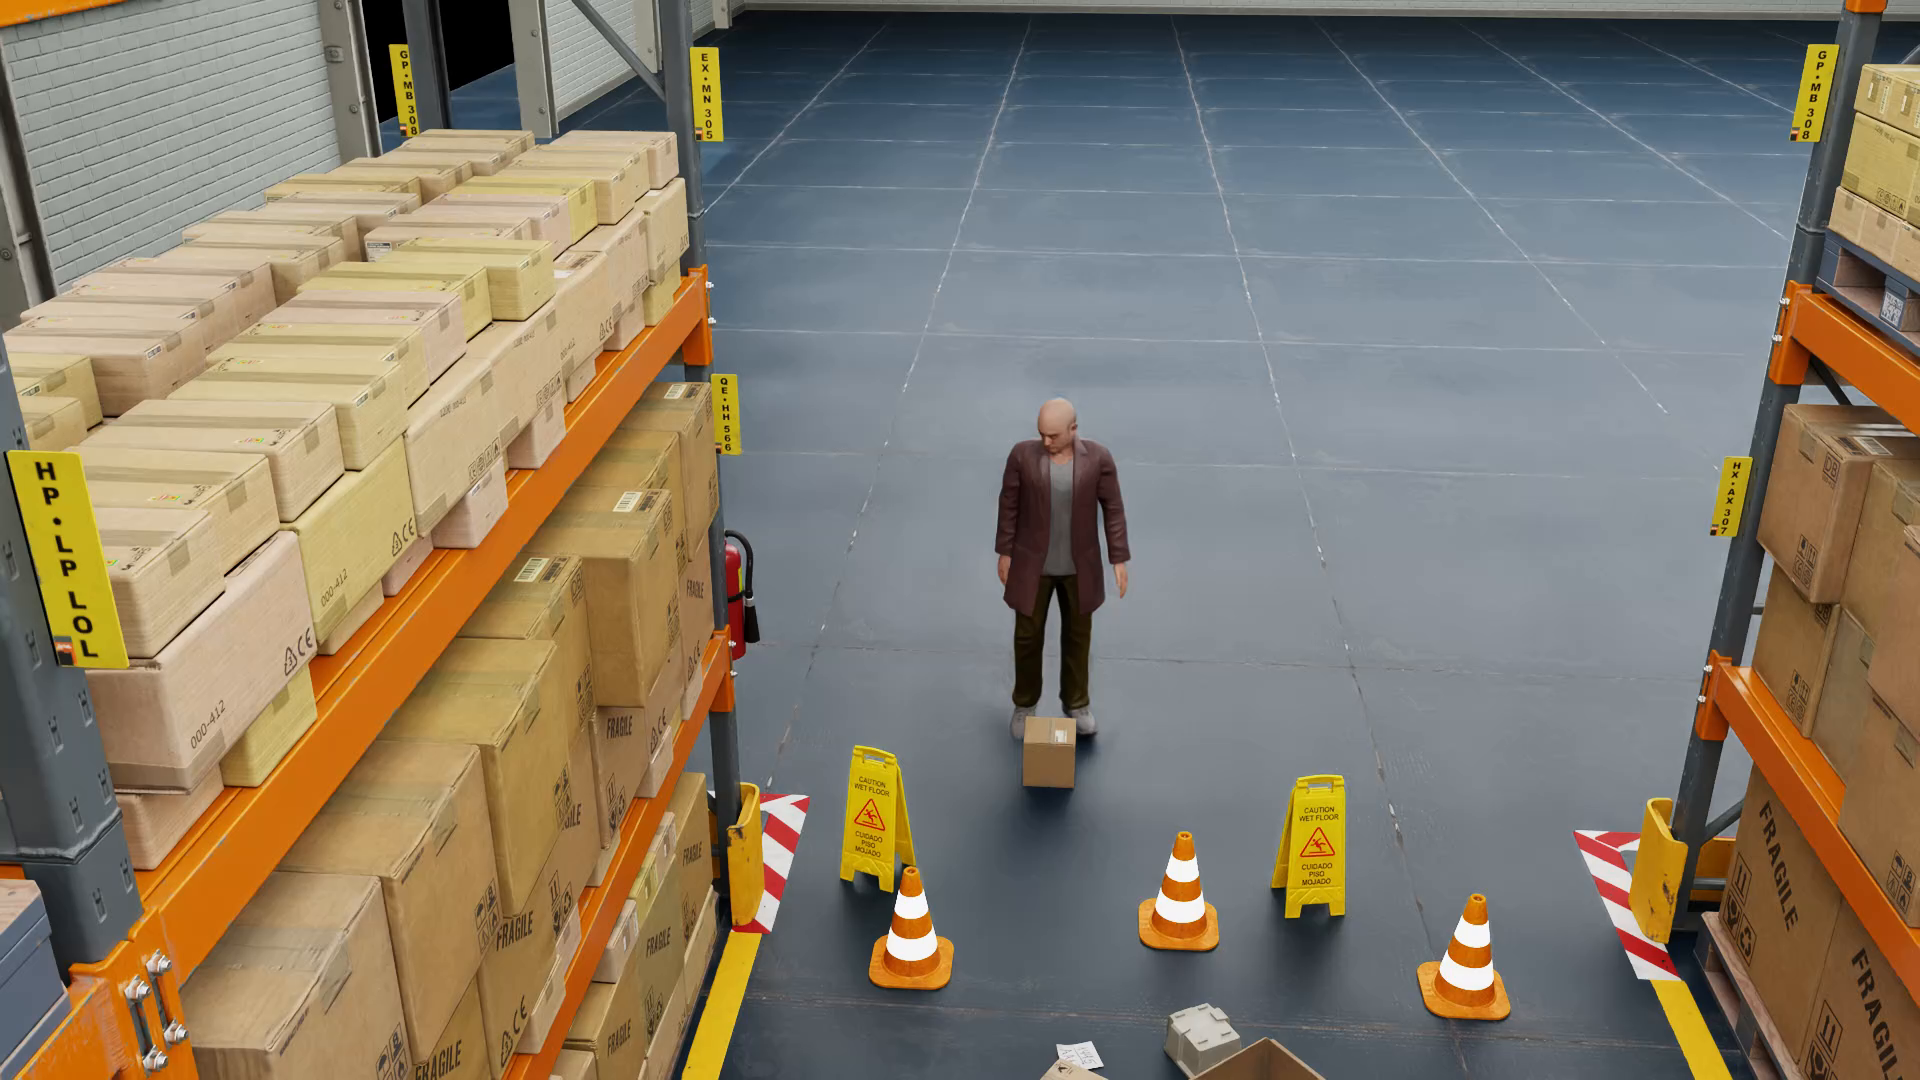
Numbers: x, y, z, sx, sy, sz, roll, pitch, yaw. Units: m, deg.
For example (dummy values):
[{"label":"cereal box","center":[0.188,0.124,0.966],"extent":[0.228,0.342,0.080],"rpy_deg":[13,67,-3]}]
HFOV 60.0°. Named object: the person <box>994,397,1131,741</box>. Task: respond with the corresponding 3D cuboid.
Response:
[{"label":"person","center":[0.514,0.151,8.296],"extent":[0.672,1.816,0.404],"rpy_deg":[-1,24,-2]}]
